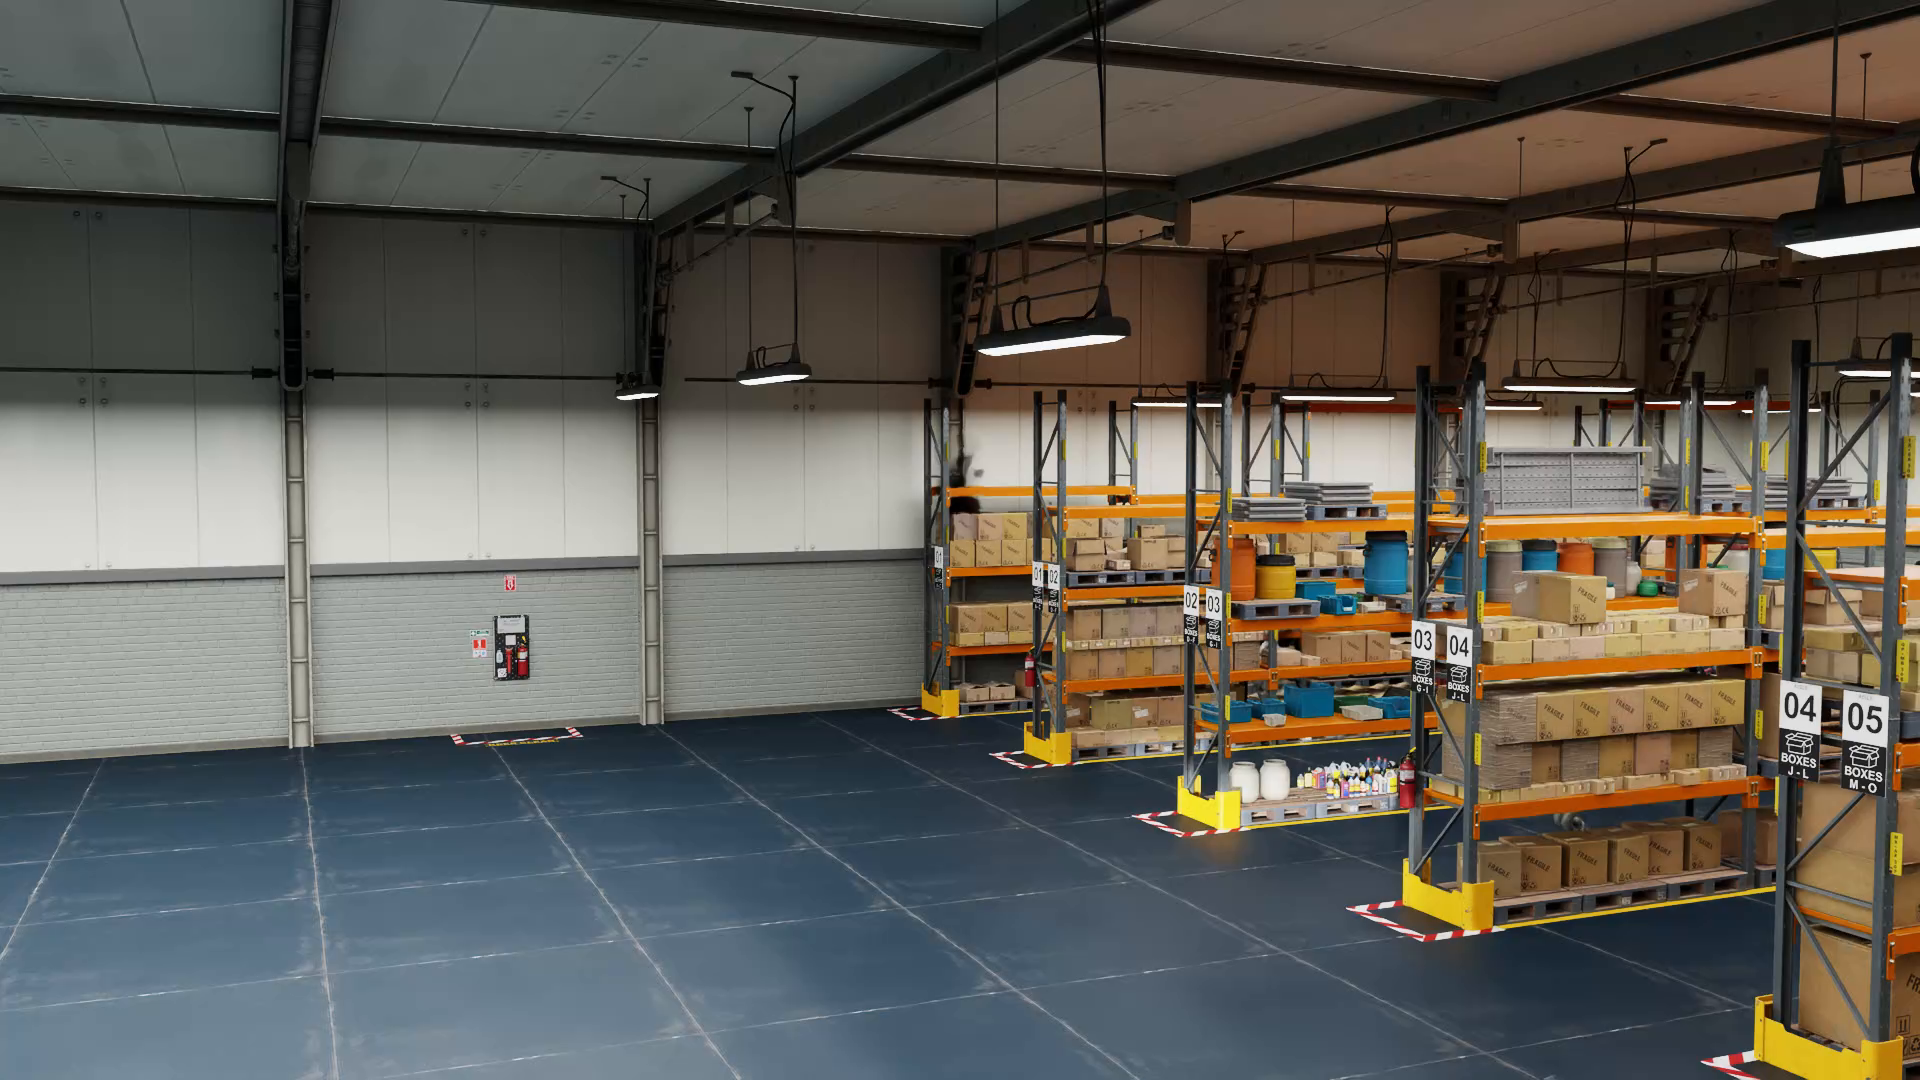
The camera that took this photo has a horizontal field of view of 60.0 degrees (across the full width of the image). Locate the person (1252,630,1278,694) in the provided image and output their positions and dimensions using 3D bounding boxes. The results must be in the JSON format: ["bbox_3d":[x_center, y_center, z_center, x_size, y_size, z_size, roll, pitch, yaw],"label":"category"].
[{"bbox_3d":[5.833,2.479,31.531,0.700,1.655,0.581,-2,4,-26],"label":"person"}]

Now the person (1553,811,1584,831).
[{"bbox_3d":[7.656,3.173,20.745,0.549,1.557,0.538,-2,4,-30],"label":"person"}]
